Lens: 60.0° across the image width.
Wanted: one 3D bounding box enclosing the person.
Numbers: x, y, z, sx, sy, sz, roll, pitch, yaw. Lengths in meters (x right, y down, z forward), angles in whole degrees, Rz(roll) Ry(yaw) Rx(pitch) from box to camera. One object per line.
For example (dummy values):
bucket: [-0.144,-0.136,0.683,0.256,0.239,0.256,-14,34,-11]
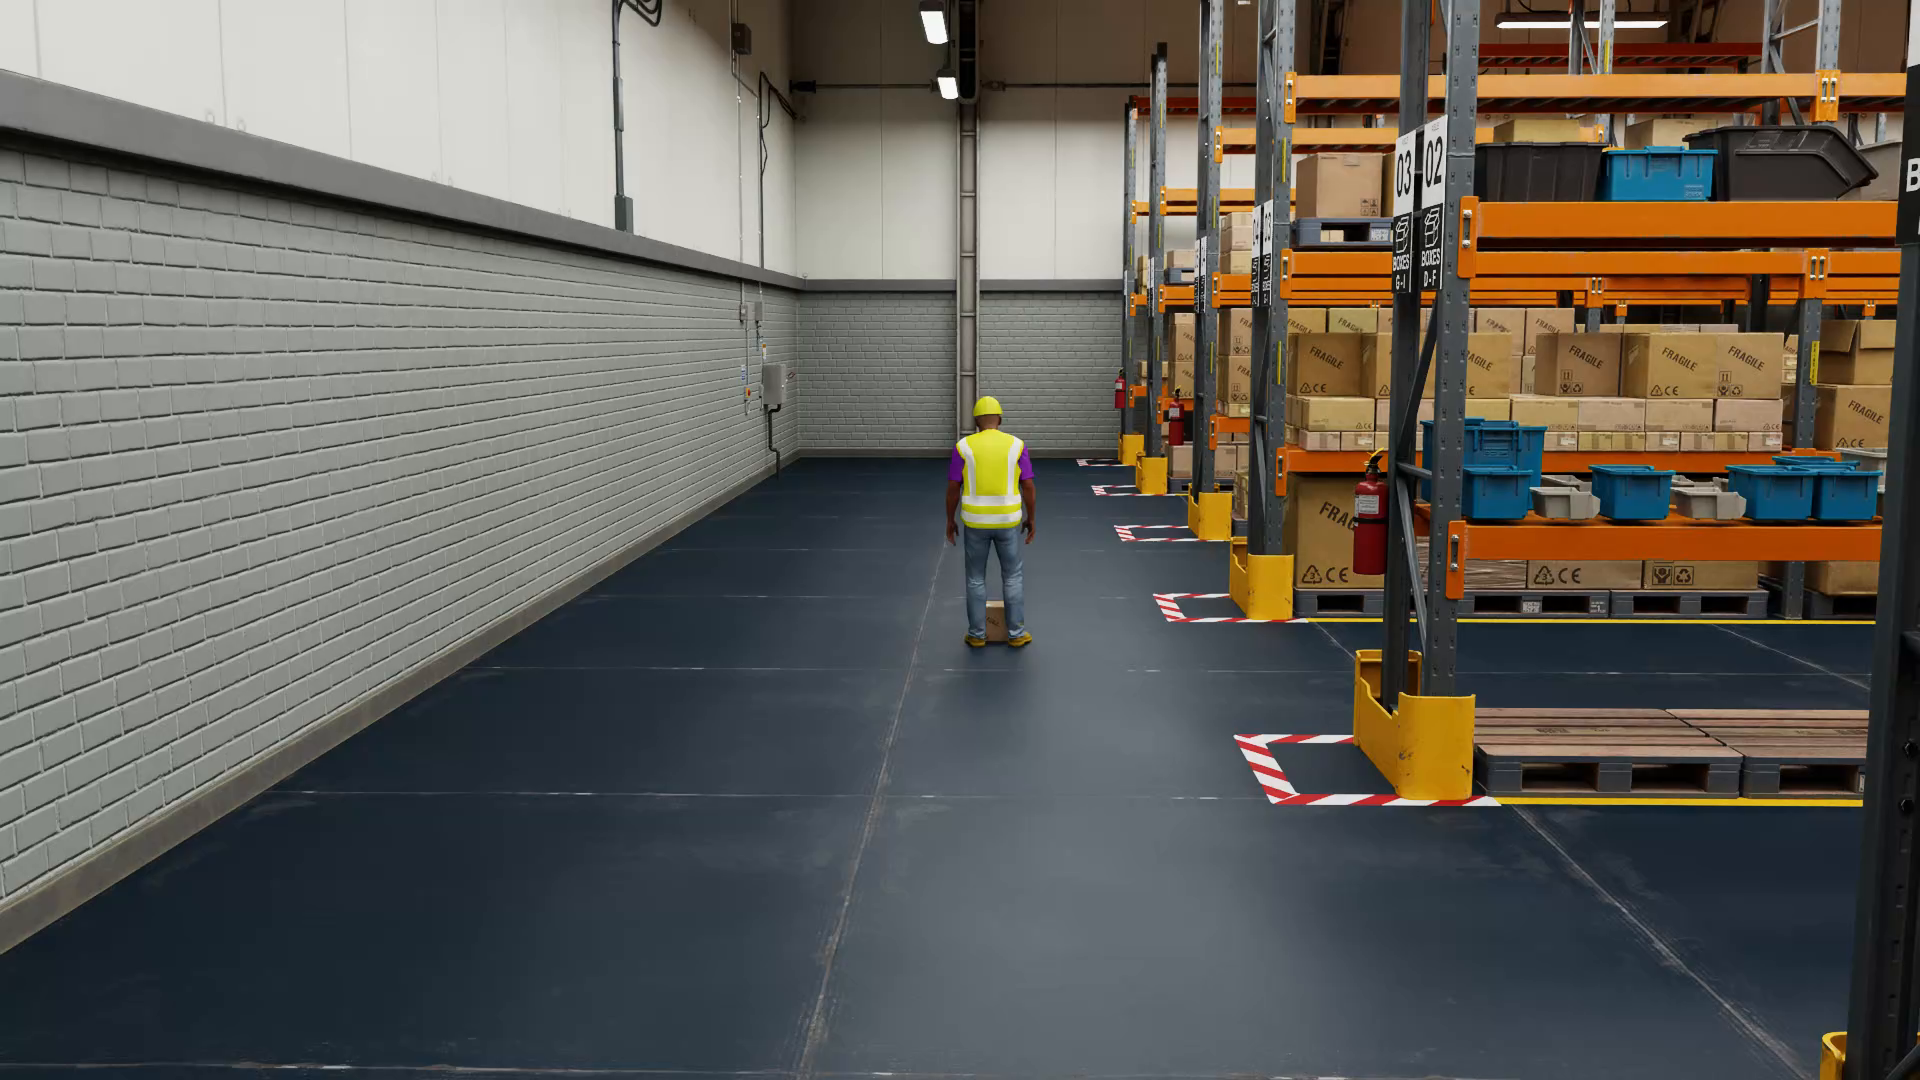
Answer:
person: [0.219,-0.132,11.742,0.637,1.761,0.455,0,7,-1]
